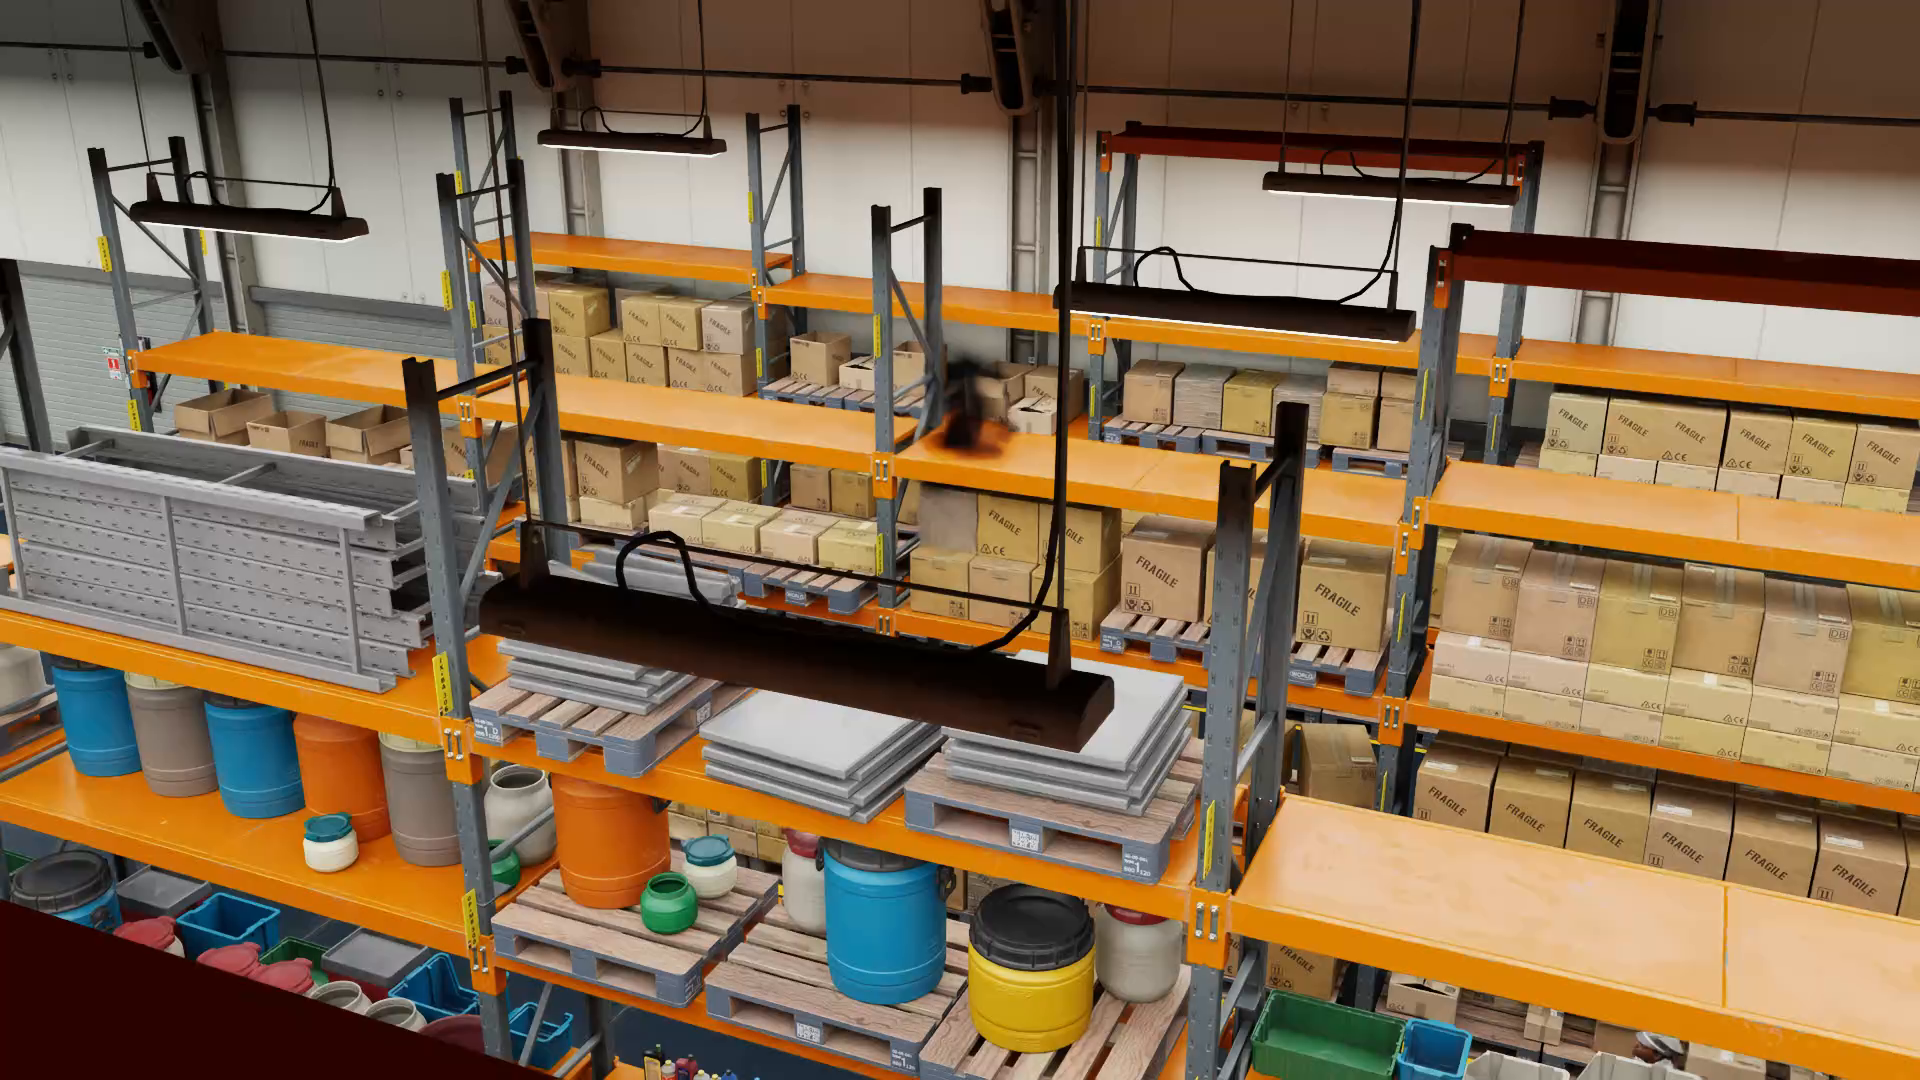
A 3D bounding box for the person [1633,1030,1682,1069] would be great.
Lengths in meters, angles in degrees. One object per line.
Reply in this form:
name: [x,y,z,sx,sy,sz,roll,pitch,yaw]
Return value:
person: [4.181,3.721,10.410,0.550,1.673,0.599,3,21,8]
